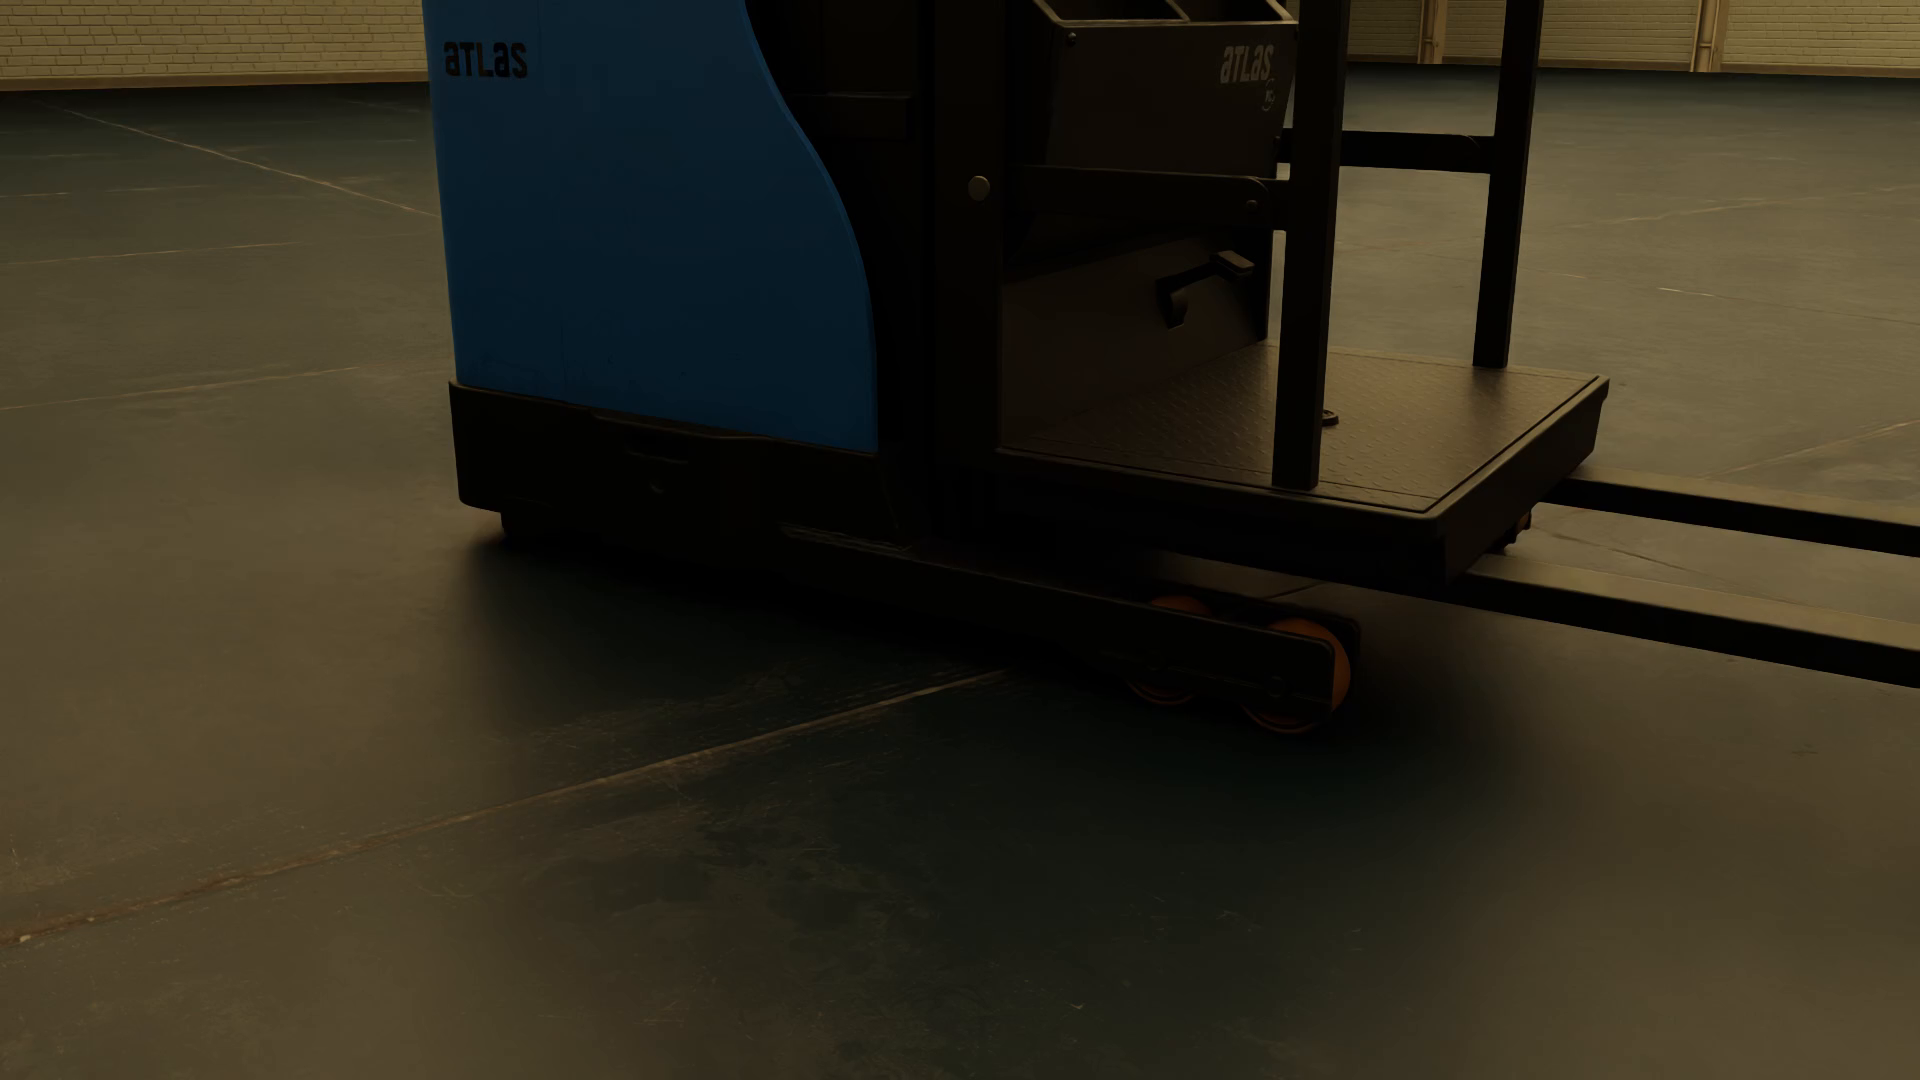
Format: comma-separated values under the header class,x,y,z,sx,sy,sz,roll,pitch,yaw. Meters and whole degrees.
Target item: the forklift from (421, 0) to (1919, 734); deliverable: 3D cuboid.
class,x,y,z,sx,sy,sz,roll,pitch,yaw
forklift,0.514,-1.298,2.549,3.031,2.935,1.130,11,21,31
